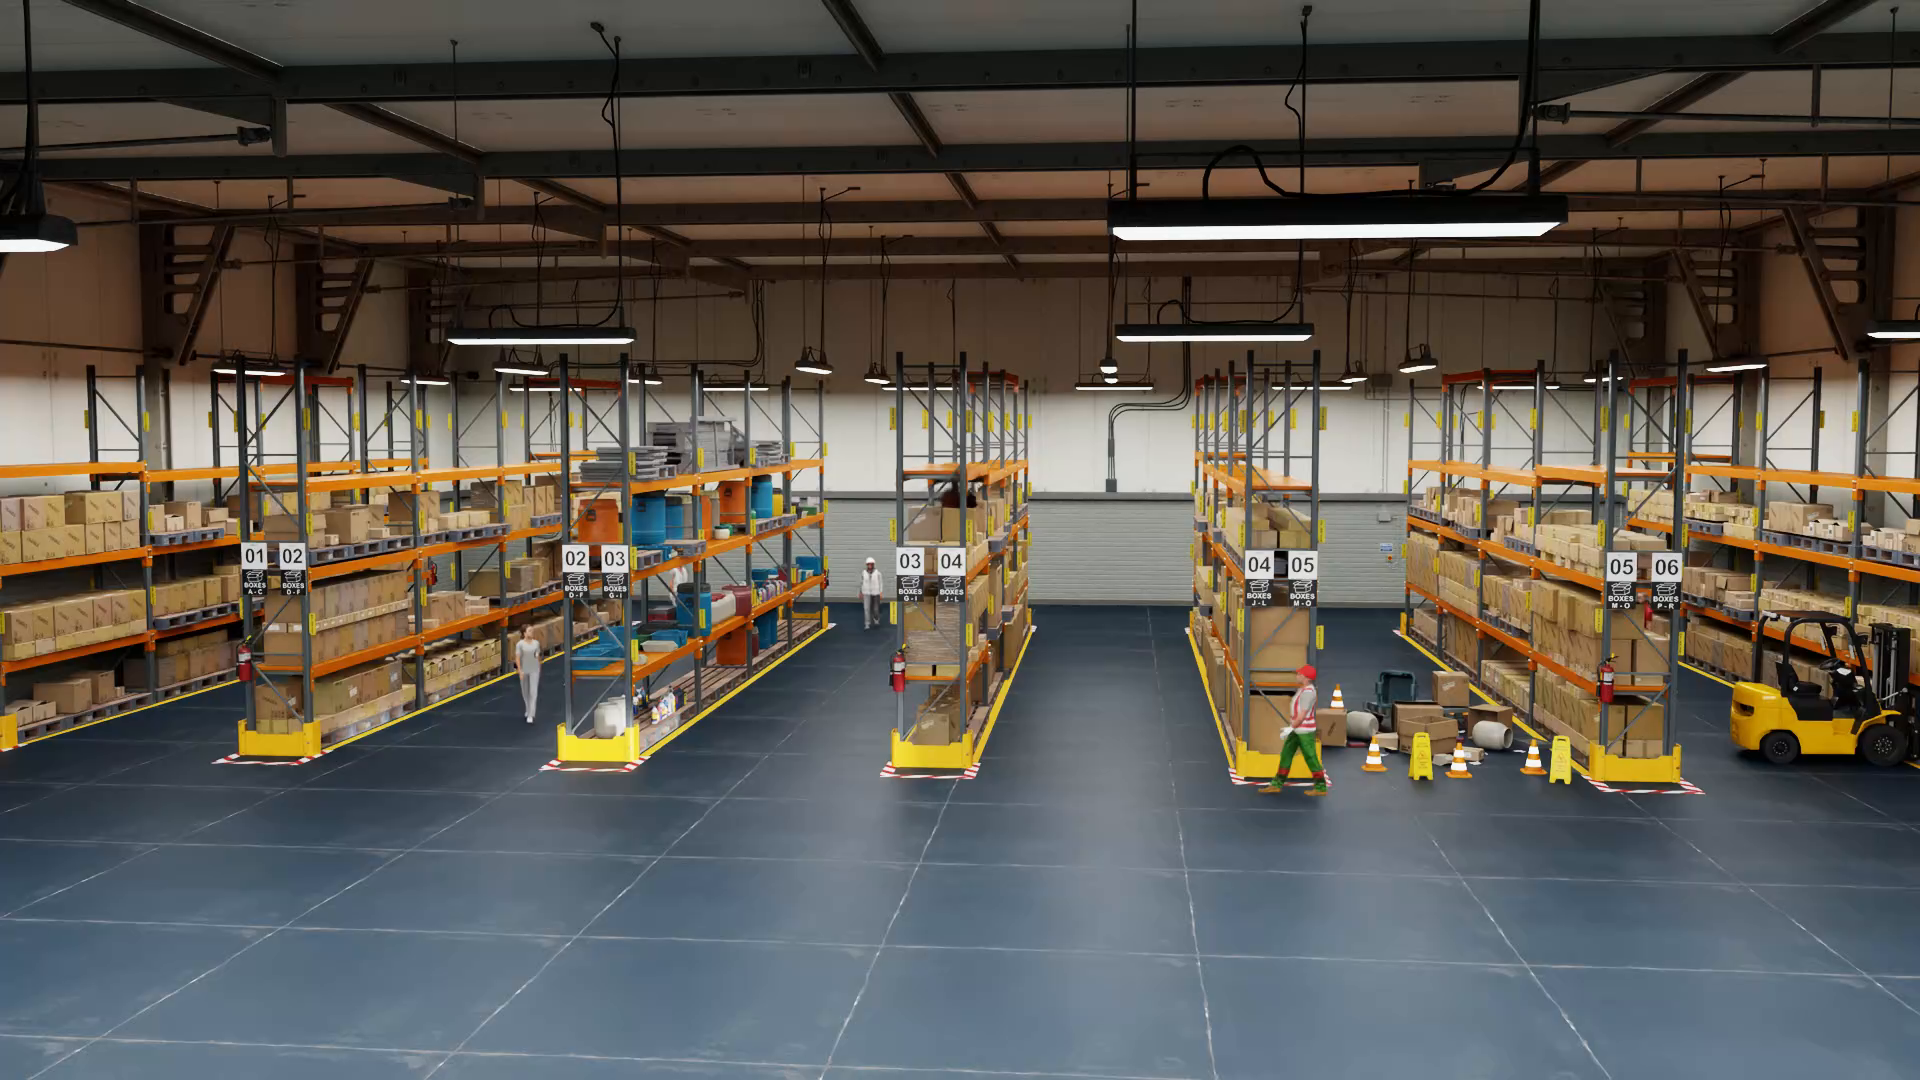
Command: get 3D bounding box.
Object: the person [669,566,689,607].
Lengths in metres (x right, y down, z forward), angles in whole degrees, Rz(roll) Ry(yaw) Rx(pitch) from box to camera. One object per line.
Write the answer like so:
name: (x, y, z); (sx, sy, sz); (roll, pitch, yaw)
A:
person: (-6.729, 1.286, 39.869); (0.412, 1.810, 0.612); (2, 5, 27)

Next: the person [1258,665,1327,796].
person: (4.455, 2.536, 22.104); (0.863, 1.760, 0.551); (0, 4, -3)

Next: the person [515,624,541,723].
person: (-7.211, 2.217, 27.759); (0.397, 1.618, 1.006); (0, 4, -1)

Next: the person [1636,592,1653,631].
person: (13.092, 1.867, 32.118); (0.477, 1.730, 0.591); (1, 4, 16)

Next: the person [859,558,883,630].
person: (-2.160, 1.292, 40.175); (0.611, 1.732, 1.066); (0, 4, 1)
